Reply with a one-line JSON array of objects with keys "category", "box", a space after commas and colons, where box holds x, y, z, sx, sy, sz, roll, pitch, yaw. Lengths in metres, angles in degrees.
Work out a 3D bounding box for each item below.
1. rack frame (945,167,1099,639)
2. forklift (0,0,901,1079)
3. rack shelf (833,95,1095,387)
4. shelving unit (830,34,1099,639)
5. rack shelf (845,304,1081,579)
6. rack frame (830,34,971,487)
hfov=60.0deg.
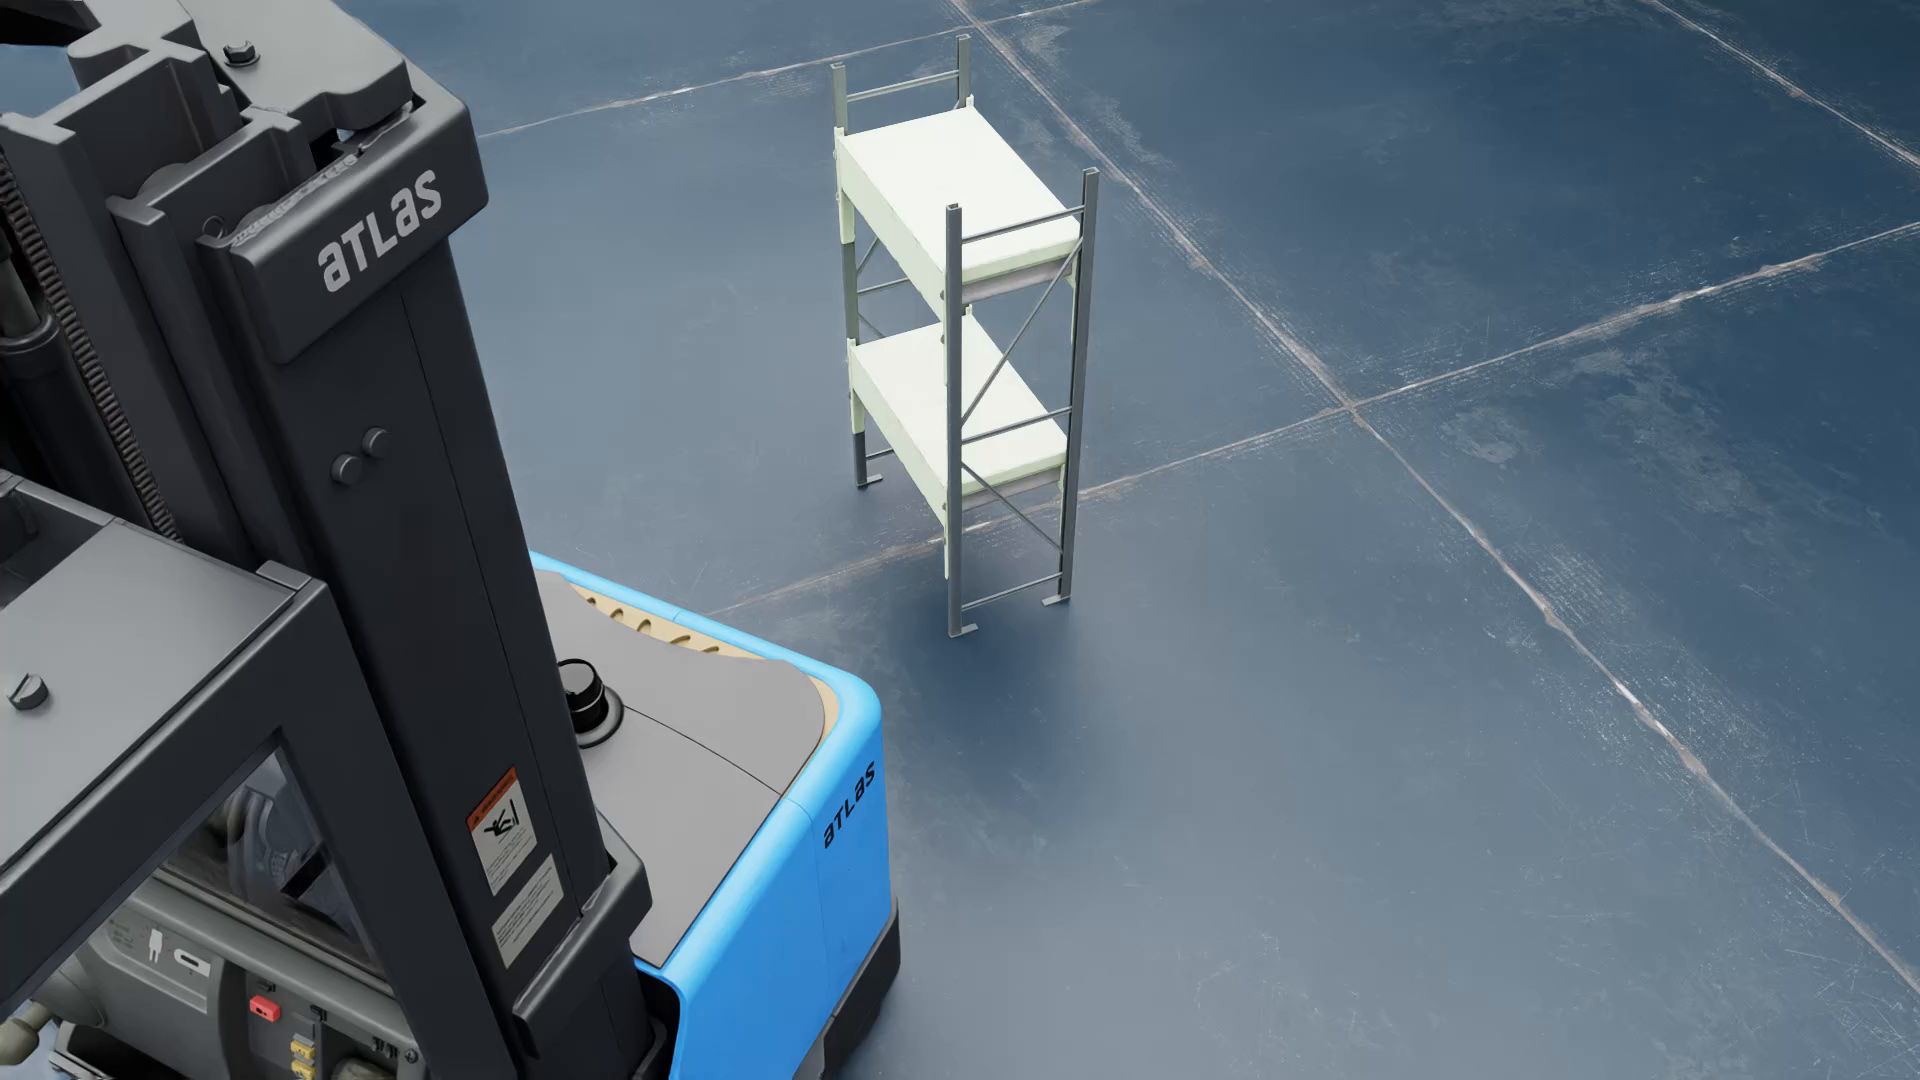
[{"category": "rack frame", "box": [0.151, -0.305, 4.491, 0.400, 1.500, 0.023, -18, 47, -17]}, {"category": "forklift", "box": [-1.253, 0.798, 2.355, 1.130, 2.935, 3.031, 19, 48, 18]}, {"category": "rack shelf", "box": [-0.003, -0.816, 4.453, 0.431, 0.370, 0.720, -18, 47, -17]}, {"category": "shelving unit", "box": [-0.003, -0.538, 4.728, 0.431, 1.500, 0.755, -18, 47, -17]}, {"category": "rack shelf", "box": [-0.003, -0.306, 4.957, 0.431, 0.370, 0.720, -18, 47, -17]}, {"category": "rack frame", "box": [-0.157, -0.771, 4.964, 0.400, 1.500, 0.023, -18, 47, -17]}]
